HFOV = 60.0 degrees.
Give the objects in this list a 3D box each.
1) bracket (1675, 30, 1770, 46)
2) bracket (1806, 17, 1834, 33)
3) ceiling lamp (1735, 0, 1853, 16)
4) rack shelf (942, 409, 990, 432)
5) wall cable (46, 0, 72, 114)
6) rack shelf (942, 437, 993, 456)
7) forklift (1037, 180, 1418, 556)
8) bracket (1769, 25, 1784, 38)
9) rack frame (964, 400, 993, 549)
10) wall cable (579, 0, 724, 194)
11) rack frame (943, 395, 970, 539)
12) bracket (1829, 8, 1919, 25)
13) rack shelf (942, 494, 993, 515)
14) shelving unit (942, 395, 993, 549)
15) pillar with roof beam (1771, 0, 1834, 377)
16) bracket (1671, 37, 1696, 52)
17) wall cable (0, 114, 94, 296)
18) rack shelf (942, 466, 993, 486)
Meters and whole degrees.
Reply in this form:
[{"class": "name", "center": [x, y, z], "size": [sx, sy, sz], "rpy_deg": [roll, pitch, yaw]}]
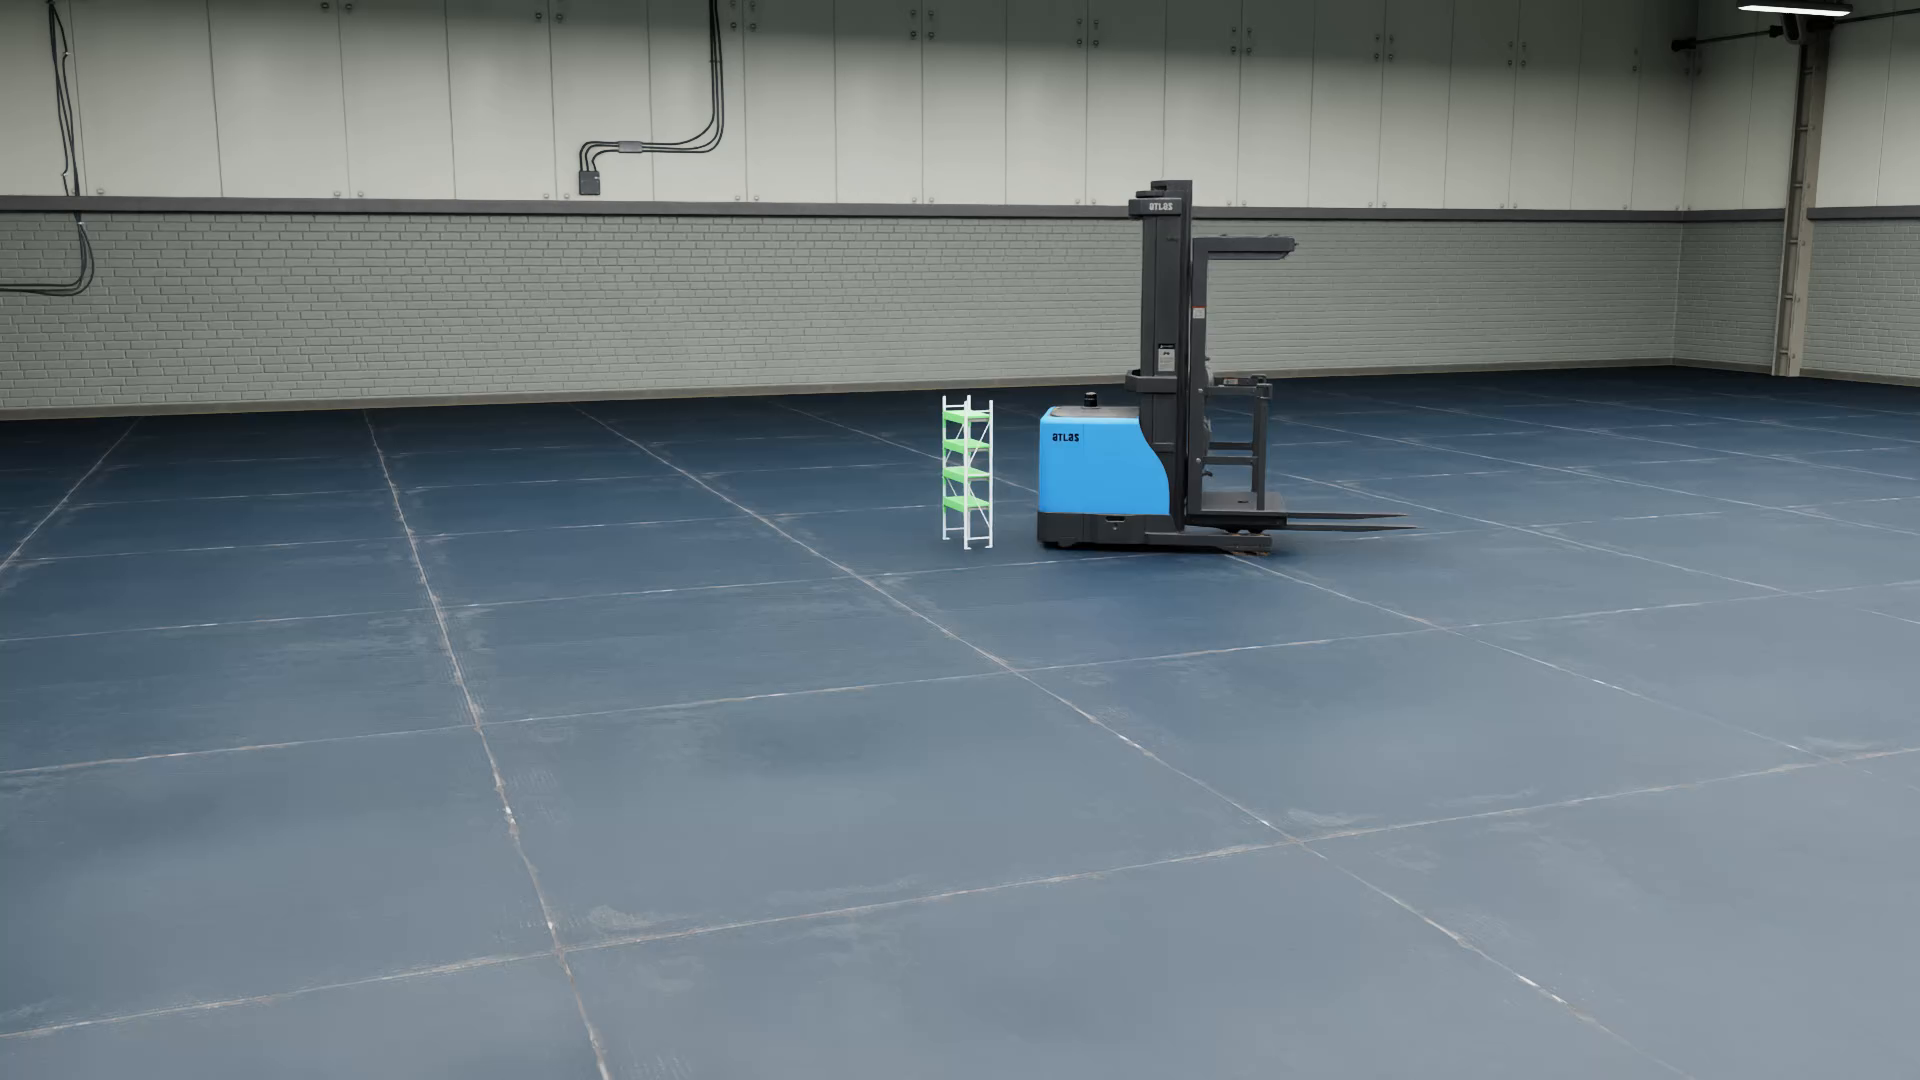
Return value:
[{"class": "bracket", "center": [14.427, -9.633, 32.102], "size": [0.076, 0.066, 3.189], "rpy_deg": [-4, 11, -21]}, {"class": "bracket", "center": [15.372, -9.207, 29.707], "size": [0.235, 0.232, 0.430], "rpy_deg": [-4, 11, -21]}, {"class": "ceiling lamp", "center": [12.330, -9.453, 24.703], "size": [2.000, 3.185, 0.800], "rpy_deg": [-4, 11, -21]}, {"class": "rack shelf", "center": [0.060, -0.973, 13.590], "size": [0.258, 0.148, 0.480], "rpy_deg": [-4, 11, -21]}, {"class": "wall cable", "center": [-11.120, -7.220, 23.261], "size": [3.097, 2.526, 0.112], "rpy_deg": [-4, 11, -21]}, {"class": "rack shelf", "center": [0.060, -0.737, 13.632], "size": [0.258, 0.148, 0.480], "rpy_deg": [-4, 11, -21]}, {"class": "forklift", "center": [2.185, -1.418, 13.521], "size": [3.031, 2.935, 1.130], "rpy_deg": [1, 10, 7]}, {"class": "bracket", "center": [15.072, -9.343, 30.469], "size": [0.235, 0.232, 0.430], "rpy_deg": [-4, 11, -21]}, {"class": "rack frame", "center": [0.148, -0.524, 13.439], "size": [0.240, 1.200, 0.015], "rpy_deg": [-4, 11, -21]}, {"class": "wall cable", "center": [-4.787, -8.365, 25.541], "size": [2.305, 6.003, 0.169], "rpy_deg": [-4, 11, -21]}, {"class": "rack frame", "center": [-0.028, -0.604, 13.887], "size": [0.240, 1.200, 0.015], "rpy_deg": [-4, 11, -21]}, {"class": "bracket", "center": [16.306, -8.787, 27.343], "size": [0.076, 0.066, 4.783], "rpy_deg": [-4, 11, -21]}, {"class": "rack shelf", "center": [0.060, -0.265, 13.716], "size": [0.258, 0.148, 0.480], "rpy_deg": [-4, 11, -21]}, {"class": "shelving unit", "center": [0.060, -0.564, 13.663], "size": [0.258, 1.200, 0.503], "rpy_deg": [-4, 11, -21]}, {"class": "pillar with roof beam", "center": [11.540, -7.252, 28.994], "size": [9.100, 9.000, 0.548], "rpy_deg": [-4, 11, -21]}, {"class": "bracket", "center": [14.213, -9.729, 32.644], "size": [0.235, 0.232, 0.430], "rpy_deg": [-4, 11, -21]}, {"class": "wall cable", "center": [-13.641, -4.562, 22.739], "size": [3.097, 2.526, 0.112], "rpy_deg": [-4, 11, -21]}, {"class": "rack shelf", "center": [0.060, -0.501, 13.674], "size": [0.258, 0.148, 0.480], "rpy_deg": [-4, 11, -21]}]
